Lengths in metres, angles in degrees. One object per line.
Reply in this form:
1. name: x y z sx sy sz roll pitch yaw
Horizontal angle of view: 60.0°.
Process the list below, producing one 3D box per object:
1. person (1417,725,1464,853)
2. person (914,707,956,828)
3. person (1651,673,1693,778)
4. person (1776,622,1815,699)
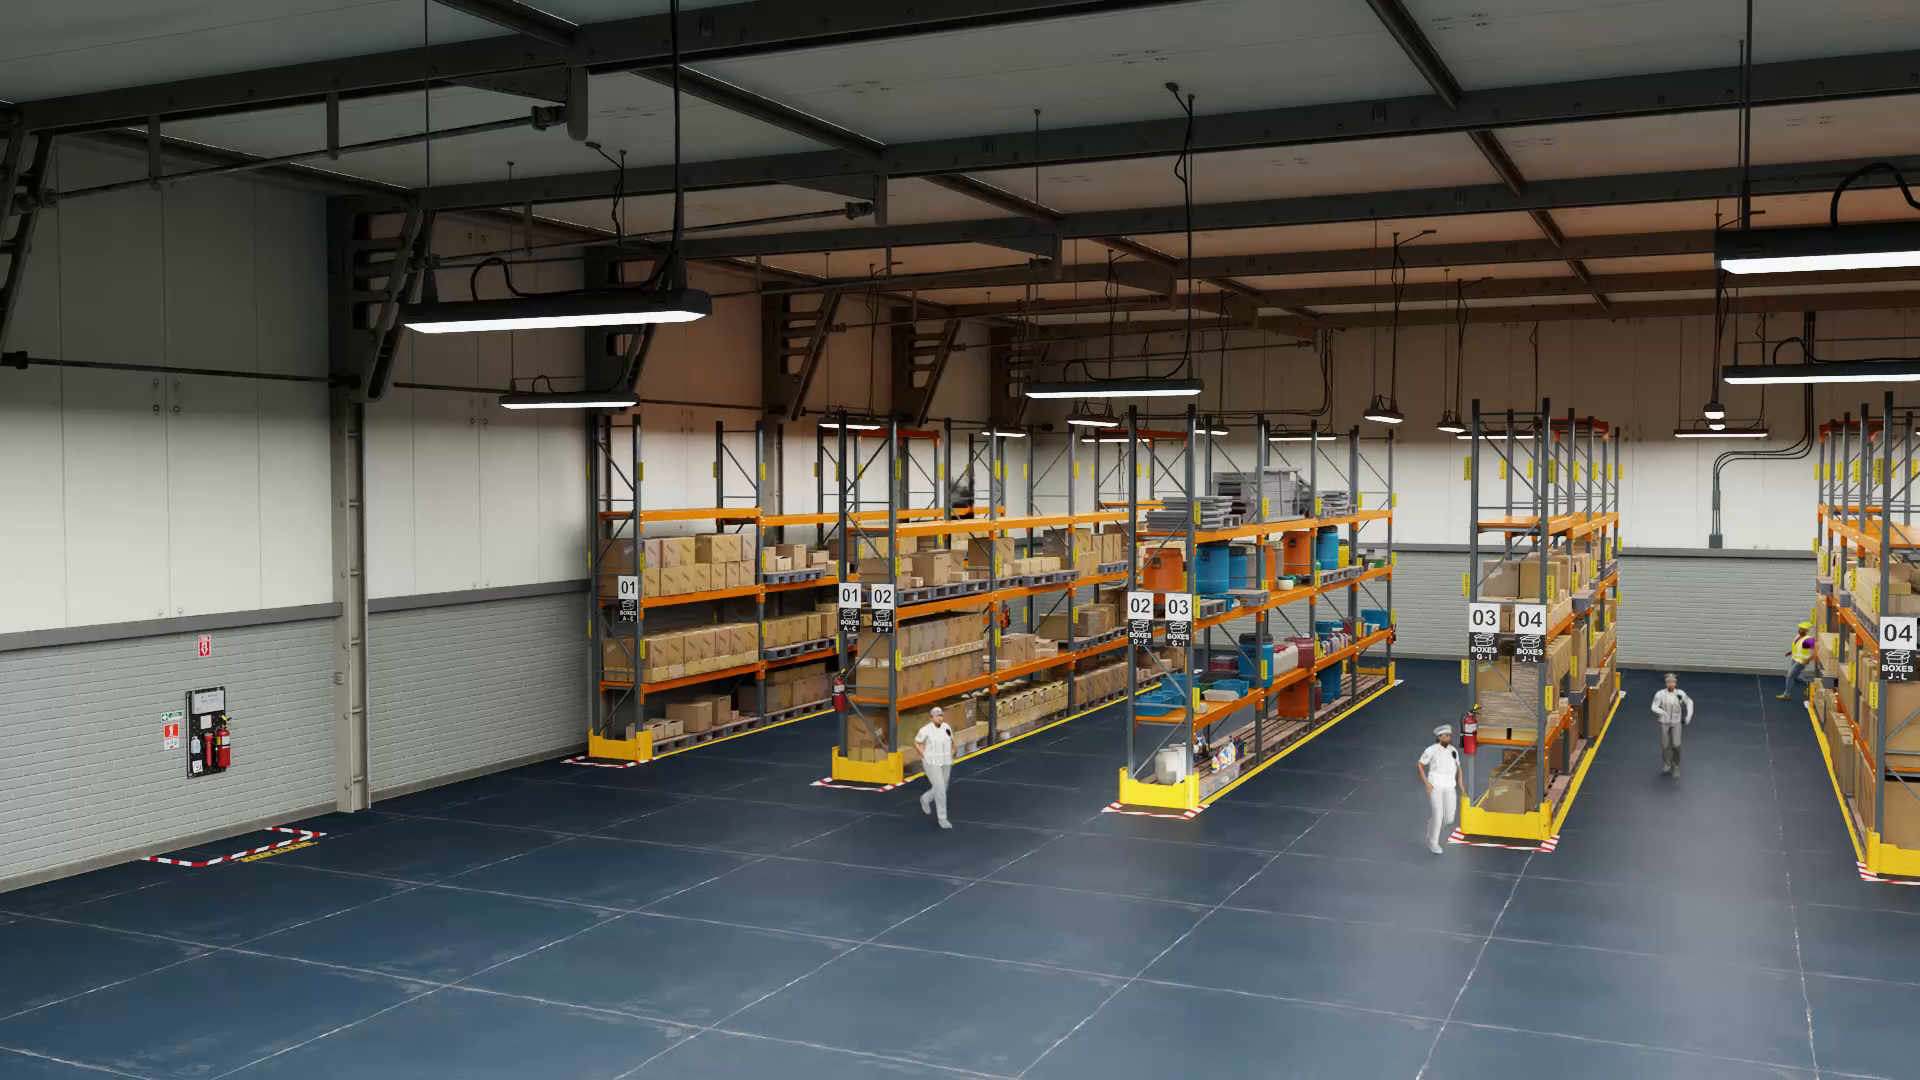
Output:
1. person: 6.390 3.282 22.048 0.623 1.660 0.508 0 2 -10
2. person: -0.331 3.208 23.685 0.598 1.677 0.831 -2 3 -34
3. person: 11.687 3.052 27.303 0.628 1.746 0.705 1 3 23
4. person: 18.380 2.647 36.354 0.860 1.718 0.763 0 2 -1
